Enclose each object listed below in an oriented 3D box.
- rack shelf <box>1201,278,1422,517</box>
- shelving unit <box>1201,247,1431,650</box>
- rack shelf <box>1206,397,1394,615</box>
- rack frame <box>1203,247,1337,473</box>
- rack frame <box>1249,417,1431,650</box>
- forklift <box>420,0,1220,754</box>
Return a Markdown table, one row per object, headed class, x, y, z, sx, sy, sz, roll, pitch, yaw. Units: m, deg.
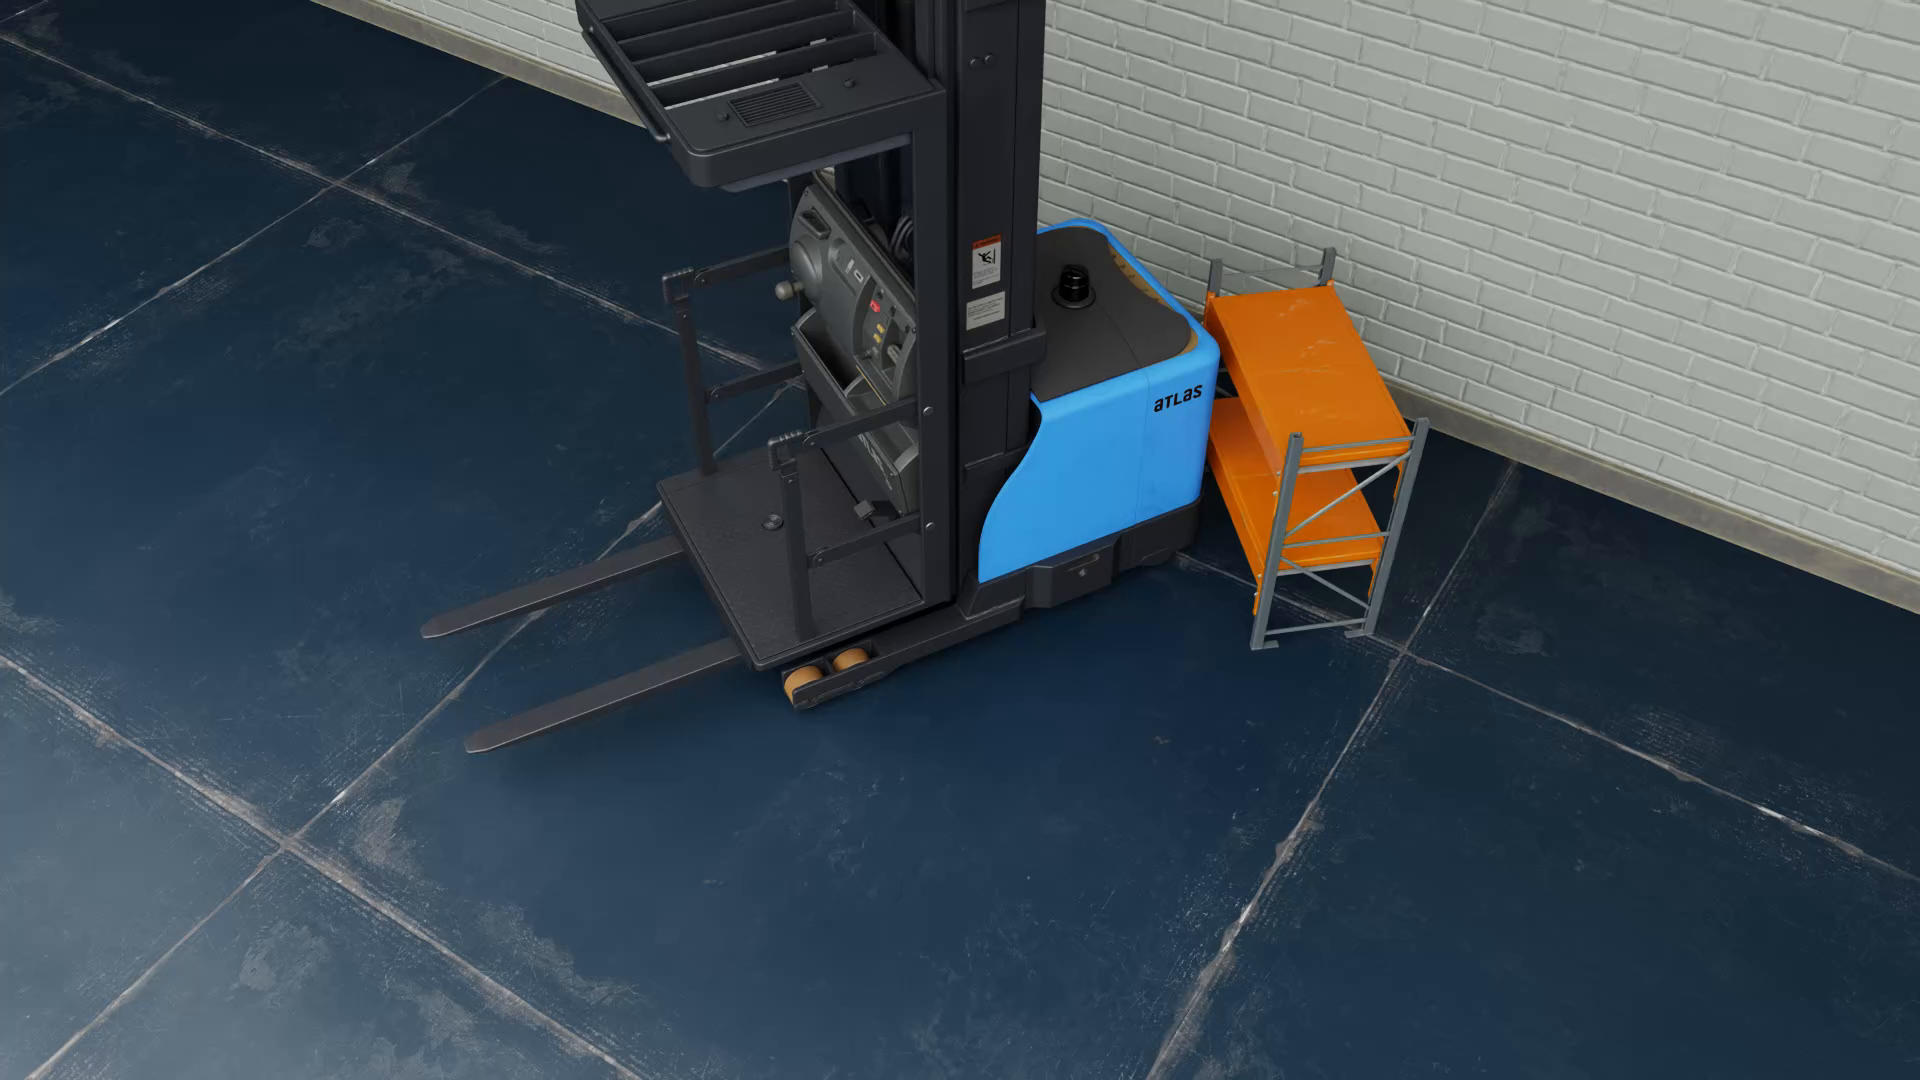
| class | x | y | z | sx | sy | sz | roll | pitch | yaw |
| --- | --- | --- | --- | --- | --- | --- | --- | --- | --- |
| rack shelf | 1.309 | -0.561 | 6.325 | 0.538 | 0.278 | 1.000 | -7 | 46 | -7 |
| shelving unit | 1.309 | -0.357 | 6.535 | 0.538 | 1.125 | 1.048 | -7 | 46 | -7 |
| rack shelf | 1.309 | -0.187 | 6.710 | 0.538 | 0.278 | 1.000 | -7 | 46 | -7 |
| rack frame | 1.224 | -0.717 | 6.884 | 0.500 | 1.125 | 0.032 | -7 | 46 | -7 |
| rack frame | 1.393 | 0.002 | 6.185 | 0.500 | 1.125 | 0.032 | -7 | 46 | -7 |
| forklift | -0.560 | -0.815 | 5.720 | 3.031 | 2.935 | 1.130 | -20 | 49 | -19 |
